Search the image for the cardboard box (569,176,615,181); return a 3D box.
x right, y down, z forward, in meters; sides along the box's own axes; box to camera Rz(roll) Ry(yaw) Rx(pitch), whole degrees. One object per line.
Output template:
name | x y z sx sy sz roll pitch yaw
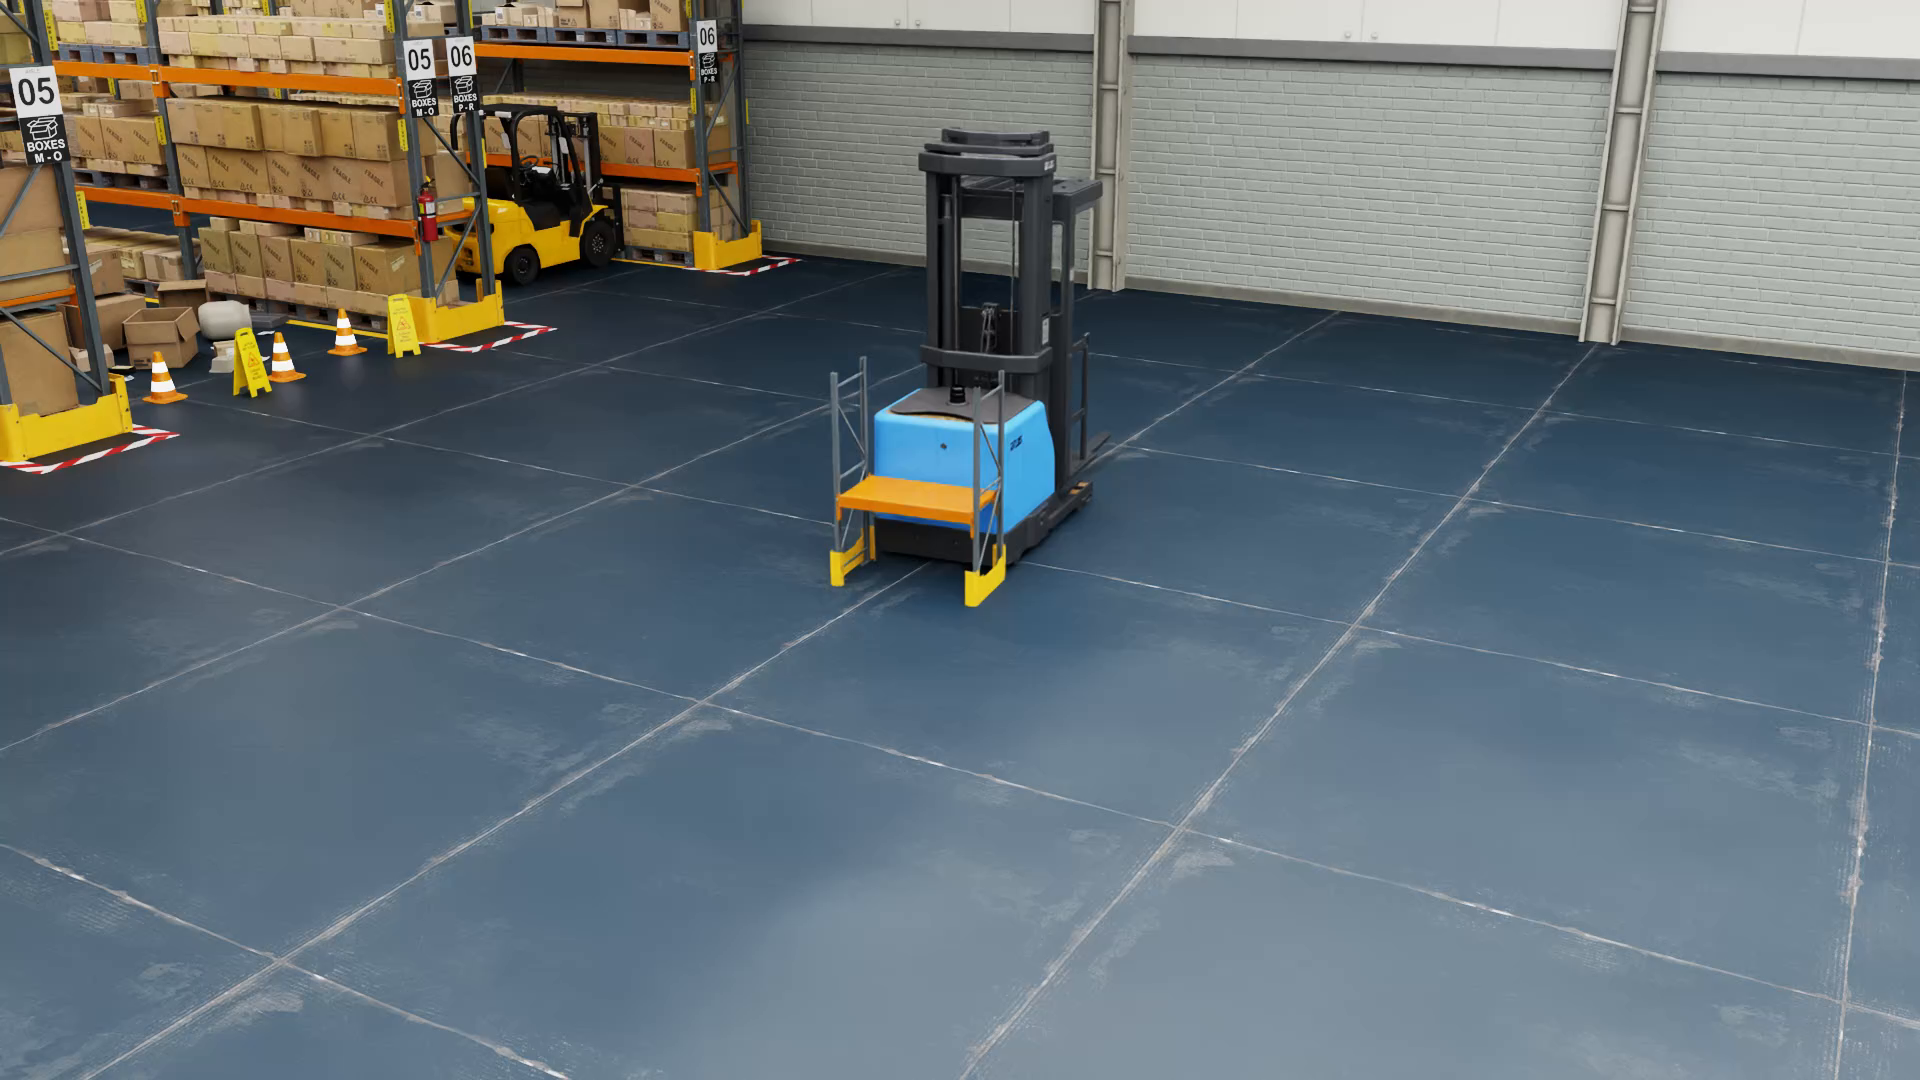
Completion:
cardboard box | -5.286 -5.087 23.940 0.500 0.250 0.500 11 23 28

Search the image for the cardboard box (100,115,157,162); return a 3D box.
cardboard box | -10.061 -4.901 20.278 0.500 0.500 0.500 11 23 28

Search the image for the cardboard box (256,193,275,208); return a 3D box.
cardboard box | -7.881 -3.944 19.208 0.250 0.149 0.380 11 23 28

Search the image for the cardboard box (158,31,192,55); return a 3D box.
cardboard box | -8.861 -5.751 19.204 0.500 0.250 0.500 10 22 26

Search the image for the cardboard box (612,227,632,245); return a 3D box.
cardboard box | -4.629 -4.299 23.235 0.500 0.250 0.500 11 23 28

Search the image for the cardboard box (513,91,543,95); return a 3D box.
cardboard box | -6.268 -6.433 24.166 0.250 0.149 0.380 11 23 27

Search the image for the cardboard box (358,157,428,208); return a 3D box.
cardboard box | -6.228 -3.956 18.288 0.500 0.500 0.500 10 22 26

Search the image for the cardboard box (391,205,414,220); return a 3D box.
cardboard box | -6.051 -3.641 18.372 0.250 0.149 0.380 12 23 29

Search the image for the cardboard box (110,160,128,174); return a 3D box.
cardboard box | -10.160 -4.590 20.372 0.250 0.149 0.380 10 22 26

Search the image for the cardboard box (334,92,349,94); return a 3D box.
cardboard box | -9.521 -6.917 25.937 0.250 0.149 0.380 11 23 29

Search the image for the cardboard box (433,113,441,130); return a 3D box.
cardboard box | -7.700 -6.158 24.428 0.500 0.250 0.500 10 22 26

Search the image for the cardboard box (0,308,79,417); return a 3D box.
cardboard box | -8.570 -1.562 14.772 0.875 0.875 0.875 11 23 28

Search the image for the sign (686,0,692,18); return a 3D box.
sign | -3.479 -6.869 21.321 0.005 0.325 0.100 11 23 27

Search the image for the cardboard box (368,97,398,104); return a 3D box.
cardboard box | -8.646 -6.555 24.938 0.250 0.149 0.380 11 23 27

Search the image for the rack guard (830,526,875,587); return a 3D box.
rack guard | -0.750 0.111 11.691 0.087 0.250 0.587 8 21 20

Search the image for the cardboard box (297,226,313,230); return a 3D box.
cardboard box | -7.574 -3.496 19.921 0.500 0.500 0.500 12 23 30

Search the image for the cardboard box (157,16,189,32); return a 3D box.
cardboard box | -8.996 -5.943 19.150 0.250 0.149 0.380 10 22 26

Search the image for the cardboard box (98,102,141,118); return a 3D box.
cardboard box | -10.233 -5.235 20.249 0.250 0.149 0.380 10 22 26

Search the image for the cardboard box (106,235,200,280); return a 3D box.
cardboard box | -10.200 -3.593 21.109 0.625 0.372 0.950 12 23 31

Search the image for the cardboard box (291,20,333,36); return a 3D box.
cardboard box | -7.119 -5.639 18.311 0.250 0.149 0.380 10 22 26

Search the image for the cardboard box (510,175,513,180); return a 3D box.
cardboard box | -6.425 -5.105 23.990 0.500 0.250 0.500 10 22 26

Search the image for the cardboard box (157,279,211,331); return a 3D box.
cardboard box | -8.840 -2.669 18.985 0.500 0.500 0.500 -7 21 -20

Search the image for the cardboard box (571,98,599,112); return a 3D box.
cardboard box | -5.171 -6.028 23.049 0.250 0.149 0.380 11 23 28

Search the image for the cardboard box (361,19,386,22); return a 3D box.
cardboard box | -6.429 -5.708 18.503 0.250 0.149 0.380 11 23 27

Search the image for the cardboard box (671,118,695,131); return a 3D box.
cardboard box | -3.642 -5.565 22.210 0.250 0.149 0.380 11 23 28

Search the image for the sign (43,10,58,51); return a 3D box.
sign | -7.670 -4.293 14.003 0.005 0.325 0.100 11 23 27

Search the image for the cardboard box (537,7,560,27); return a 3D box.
cardboard box | -5.547 -7.158 22.736 0.258 0.266 0.396 10 22 26

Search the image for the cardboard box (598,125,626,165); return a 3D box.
cardboard box | -4.656 -5.464 22.882 0.500 0.500 0.500 10 22 26

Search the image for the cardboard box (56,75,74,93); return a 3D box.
cardboard box | -15.596 -7.917 28.475 0.500 0.500 0.500 11 23 29

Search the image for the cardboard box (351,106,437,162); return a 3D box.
cardboard box | -6.172 -4.437 18.150 0.500 0.500 0.700 10 22 26

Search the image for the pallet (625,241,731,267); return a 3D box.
pallet | -3.890 -4.043 23.200 1.213 0.211 1.003 11 23 27

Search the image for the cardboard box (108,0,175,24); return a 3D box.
cardboard box | -9.680 -6.256 19.686 0.500 0.250 0.500 11 23 29

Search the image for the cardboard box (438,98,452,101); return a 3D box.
cardboard box | -7.556 -6.517 24.833 0.250 0.149 0.380 11 22 27

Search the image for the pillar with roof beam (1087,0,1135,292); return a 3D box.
pillar with roof beam | -0.232 -6.164 16.161 0.400 9.000 9.100 11 23 27

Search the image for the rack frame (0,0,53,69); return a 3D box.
rack frame | -7.946 -5.090 13.202 0.127 3.000 1.000 11 23 27

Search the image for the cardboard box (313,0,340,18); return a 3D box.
cardboard box | -9.184 -8.024 24.778 0.500 0.500 0.700 10 22 26

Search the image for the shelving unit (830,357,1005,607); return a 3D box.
shelving unit | -0.288 -0.413 11.304 1.083 1.500 0.587 8 21 20

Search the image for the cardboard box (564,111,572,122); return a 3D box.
cardboard box | -5.441 -5.903 23.142 0.250 0.149 0.380 10 22 26

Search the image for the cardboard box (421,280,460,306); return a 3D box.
cardboard box | -6.189 -2.882 19.327 0.500 0.250 0.500 11 22 27

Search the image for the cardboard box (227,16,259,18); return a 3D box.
cardboard box | -8.281 -6.015 19.347 0.250 0.149 0.380 11 23 29

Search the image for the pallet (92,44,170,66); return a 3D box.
pallet | -9.599 -5.882 20.058 1.003 0.211 1.213 11 23 27

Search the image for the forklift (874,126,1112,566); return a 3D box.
forklift | 0.409 -1.657 12.635 1.130 2.935 3.031 8 21 21

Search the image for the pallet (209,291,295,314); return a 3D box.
pallet | -8.508 -3.014 20.364 1.213 0.211 1.003 11 23 27

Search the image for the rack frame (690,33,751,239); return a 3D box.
rack frame | -3.202 -5.239 22.409 0.127 3.000 1.000 11 23 27

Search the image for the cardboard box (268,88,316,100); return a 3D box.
cardboard box | -10.560 -6.946 26.352 0.500 0.500 0.500 12 23 30

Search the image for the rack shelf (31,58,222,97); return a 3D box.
rack shelf | -10.858 -5.830 20.695 4.000 0.370 1.077 11 23 27

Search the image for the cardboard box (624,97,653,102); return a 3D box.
cardboard box | -4.473 -6.098 23.244 0.250 0.149 0.380 10 22 26

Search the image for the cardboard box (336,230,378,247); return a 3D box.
cardboard box | -6.800 -3.420 18.759 0.250 0.149 0.380 12 23 29

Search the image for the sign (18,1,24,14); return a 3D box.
sign | -12.338 -6.905 21.846 0.005 0.325 0.100 11 23 27

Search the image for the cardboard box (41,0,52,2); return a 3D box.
cardboard box | -15.122 -9.130 27.787 0.500 0.250 0.500 11 23 28

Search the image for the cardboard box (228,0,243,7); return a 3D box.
cardboard box | -11.066 -8.310 25.674 0.250 0.149 0.380 10 22 26

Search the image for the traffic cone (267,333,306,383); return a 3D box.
traffic cone | -6.869 -1.869 16.838 0.334 0.463 0.336 11 23 27

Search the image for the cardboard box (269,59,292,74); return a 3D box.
cardboard box | -7.430 -5.271 18.466 0.250 0.149 0.380 10 22 27
